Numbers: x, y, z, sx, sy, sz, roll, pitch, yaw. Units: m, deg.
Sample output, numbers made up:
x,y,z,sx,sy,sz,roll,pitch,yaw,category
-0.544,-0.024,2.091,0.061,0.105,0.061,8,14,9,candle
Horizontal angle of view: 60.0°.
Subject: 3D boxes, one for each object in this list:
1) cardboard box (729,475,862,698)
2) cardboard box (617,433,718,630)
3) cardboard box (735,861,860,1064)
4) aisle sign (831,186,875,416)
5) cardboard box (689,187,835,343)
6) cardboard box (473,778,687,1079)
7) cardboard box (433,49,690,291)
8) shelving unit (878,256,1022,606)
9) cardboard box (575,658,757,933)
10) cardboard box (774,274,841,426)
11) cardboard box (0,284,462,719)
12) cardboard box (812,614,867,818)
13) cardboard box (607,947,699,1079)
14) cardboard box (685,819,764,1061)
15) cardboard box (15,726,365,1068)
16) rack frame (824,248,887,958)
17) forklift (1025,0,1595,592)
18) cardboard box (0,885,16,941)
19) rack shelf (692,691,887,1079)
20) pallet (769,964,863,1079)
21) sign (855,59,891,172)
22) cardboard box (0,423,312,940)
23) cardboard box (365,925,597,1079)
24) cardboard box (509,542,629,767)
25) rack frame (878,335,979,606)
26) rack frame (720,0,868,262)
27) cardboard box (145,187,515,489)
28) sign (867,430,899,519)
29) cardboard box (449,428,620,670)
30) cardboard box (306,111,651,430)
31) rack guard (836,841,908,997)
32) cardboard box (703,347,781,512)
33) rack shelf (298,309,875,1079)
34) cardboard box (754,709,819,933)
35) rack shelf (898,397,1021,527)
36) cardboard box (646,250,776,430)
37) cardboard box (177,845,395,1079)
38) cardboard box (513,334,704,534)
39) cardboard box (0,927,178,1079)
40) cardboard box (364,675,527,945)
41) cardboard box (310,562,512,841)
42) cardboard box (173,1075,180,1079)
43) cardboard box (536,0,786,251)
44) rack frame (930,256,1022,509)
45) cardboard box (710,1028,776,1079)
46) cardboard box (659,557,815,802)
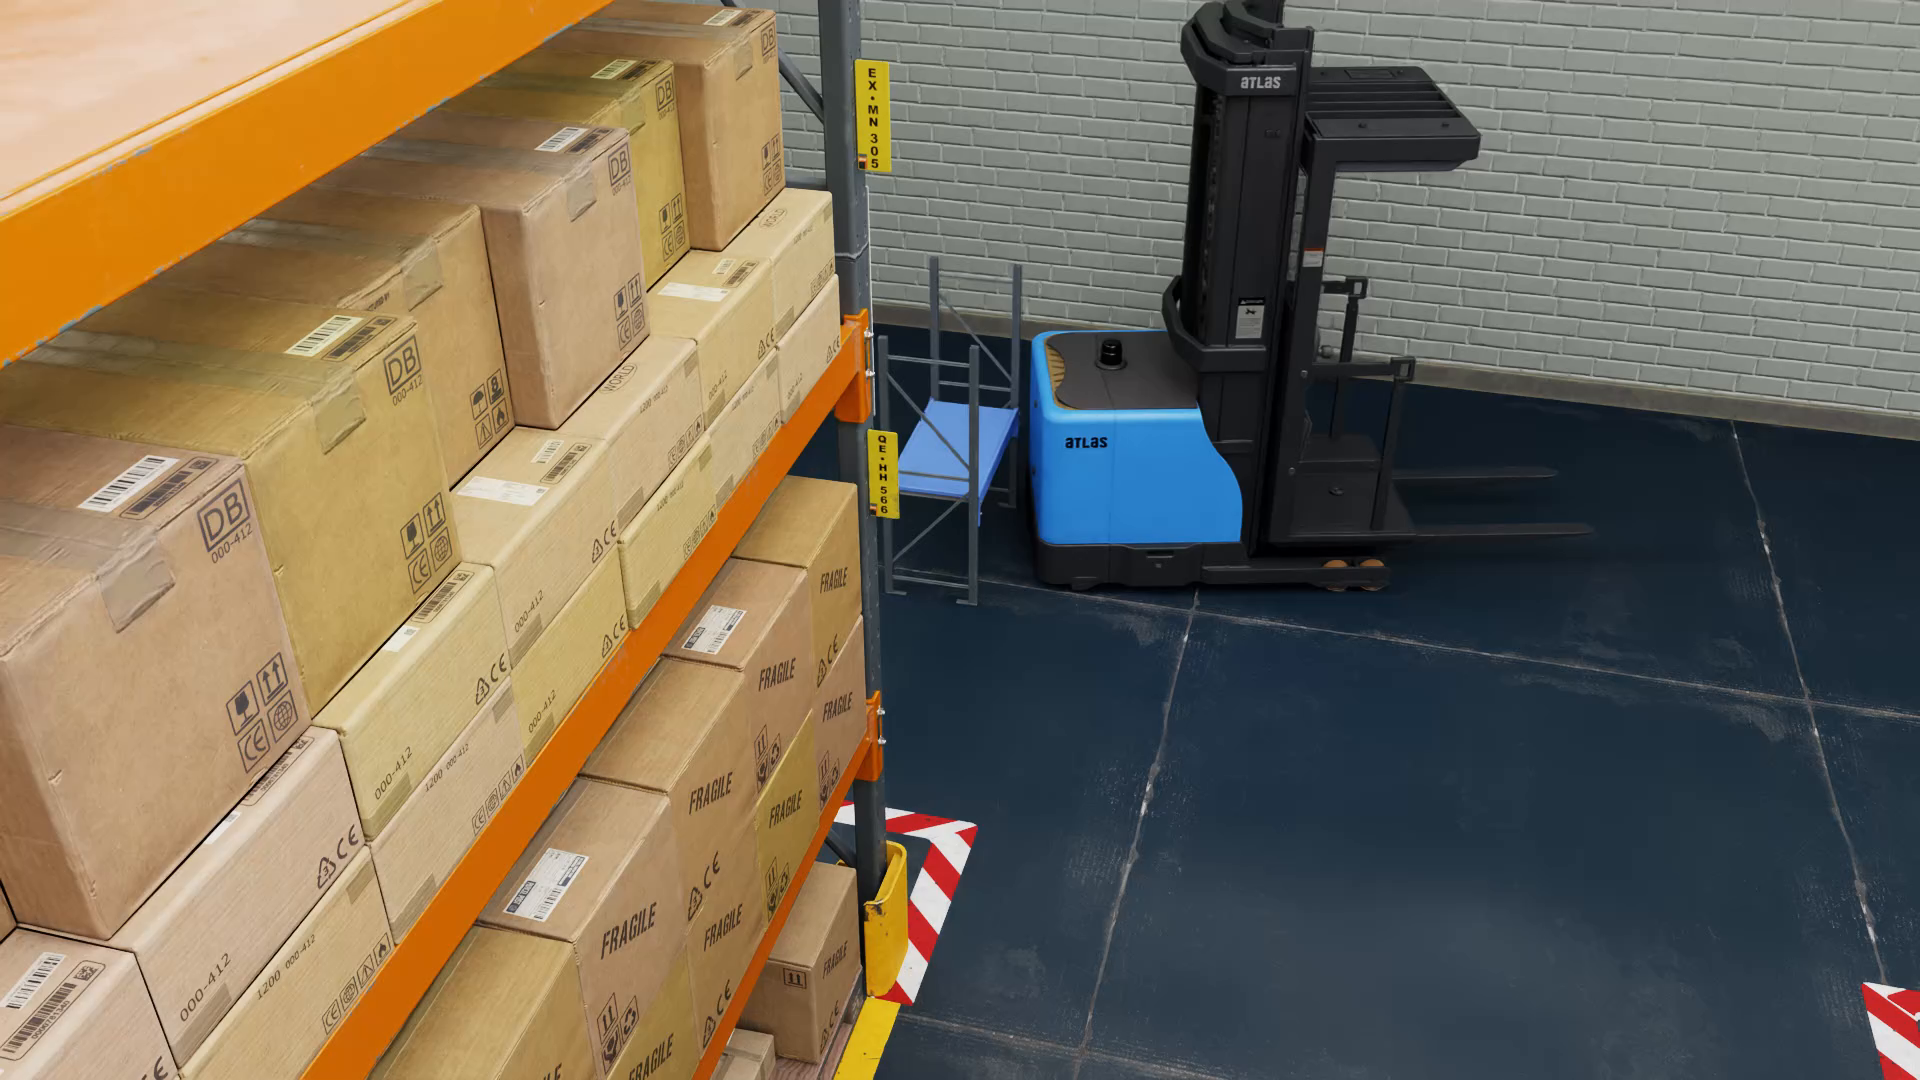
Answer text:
x,y,z,sx,sy,sz,roll,pitch,yaw,category
-0.631,0.125,5.301,0.500,0.500,0.500,8,33,12,cardboard box
-0.911,-0.060,3.962,0.500,0.250,0.500,8,33,12,cardboard box
-0.684,1.506,6.075,0.500,0.500,0.500,8,33,12,cardboard box
-0.470,-0.770,5.311,0.394,0.787,0.004,8,33,12,aisle sign
-0.668,-0.791,4.646,0.500,0.250,0.500,8,33,12,cardboard box
-1.016,0.924,4.045,0.500,0.500,0.500,9,34,14,cardboard box
-1.107,-0.892,4.106,0.700,0.500,0.500,8,33,12,cardboard box
-0.035,-0.589,8.848,0.538,1.500,1.048,7,33,11,shelving unit
-0.885,0.657,4.465,0.500,0.500,0.500,9,34,14,cardboard box
-0.659,-0.579,4.778,0.500,0.250,0.500,8,33,12,cardboard box
-1.328,-0.091,2.846,0.700,0.500,0.500,8,33,12,cardboard box
-0.634,0.548,5.568,0.500,0.500,0.500,9,34,14,cardboard box
-1.023,1.338,4.326,0.500,0.500,0.500,8,33,12,cardboard box
-0.894,1.076,4.738,0.500,0.500,0.500,8,33,13,cardboard box
-1.310,0.505,2.607,0.500,0.250,0.500,8,33,12,cardboard box
-0.784,0.321,6.019,1.000,3.000,0.127,8,33,12,rack frame
1.906,-1.247,8.550,3.031,2.935,1.130,-1,32,-2,forklift
-1.713,0.409,2.059,0.700,0.500,0.500,8,33,12,cardboard box
-1.292,1.663,4.579,1.077,0.370,4.000,8,33,12,rack shelf
-1.005,1.951,6.054,1.003,0.211,1.213,8,33,12,pallet
-0.252,-1.232,4.841,0.100,0.325,0.005,8,33,12,sign
-1.449,0.169,2.437,0.700,0.500,0.500,8,33,12,cardboard box
-1.146,1.192,3.624,0.500,0.500,0.500,7,33,11,cardboard box
-1.054,0.198,3.557,0.500,0.250,0.500,8,33,12,cardboard box
-0.153,-0.323,8.431,0.500,1.500,0.032,7,33,11,rack frame
-0.784,-2.211,4.409,1.000,3.000,0.127,8,33,12,rack frame
-1.348,-0.371,3.287,0.700,0.500,0.500,8,33,12,cardboard box
-0.252,-0.215,5.488,0.100,0.325,0.005,8,33,12,sign
-1.045,-0.012,3.421,0.500,0.250,0.500,8,33,12,cardboard box
-1.131,-0.618,3.675,0.700,0.500,0.500,8,33,12,cardboard box
-0.803,1.416,6.627,1.175,0.500,0.348,8,33,12,rack guard
-0.797,-0.321,4.372,0.500,0.250,0.500,8,33,12,cardboard box
-1.292,0.397,3.774,1.077,0.370,4.000,8,33,12,rack shelf
-0.763,0.818,5.144,0.500,0.500,0.500,8,33,13,cardboard box
-0.035,-0.437,8.944,0.538,0.185,1.000,7,33,11,rack shelf
-0.794,-0.532,4.238,0.500,0.250,0.500,8,33,12,cardboard box
-1.305,0.717,2.740,0.500,0.250,0.500,8,33,12,cardboard box
-0.925,-0.273,3.830,0.500,0.250,0.500,8,33,12,cardboard box
-1.435,0.765,2.199,0.500,0.250,0.500,8,33,12,cardboard box
-1.177,0.458,3.148,0.500,0.250,0.500,8,33,12,cardboard box
-1.172,0.247,3.013,0.500,0.250,0.500,8,33,12,cardboard box
-1.436,0.976,2.333,0.500,0.250,0.500,8,33,12,cardboard box
-0.899,-1.140,4.496,0.700,0.500,0.500,8,33,12,cardboard box
0.083,-0.854,9.265,0.500,1.500,0.032,7,33,11,rack frame
-0.874,1.845,5.853,0.380,0.166,0.250,8,33,12,cardboard box
-0.758,0.388,4.889,0.500,0.500,0.500,9,34,14,cardboard box
